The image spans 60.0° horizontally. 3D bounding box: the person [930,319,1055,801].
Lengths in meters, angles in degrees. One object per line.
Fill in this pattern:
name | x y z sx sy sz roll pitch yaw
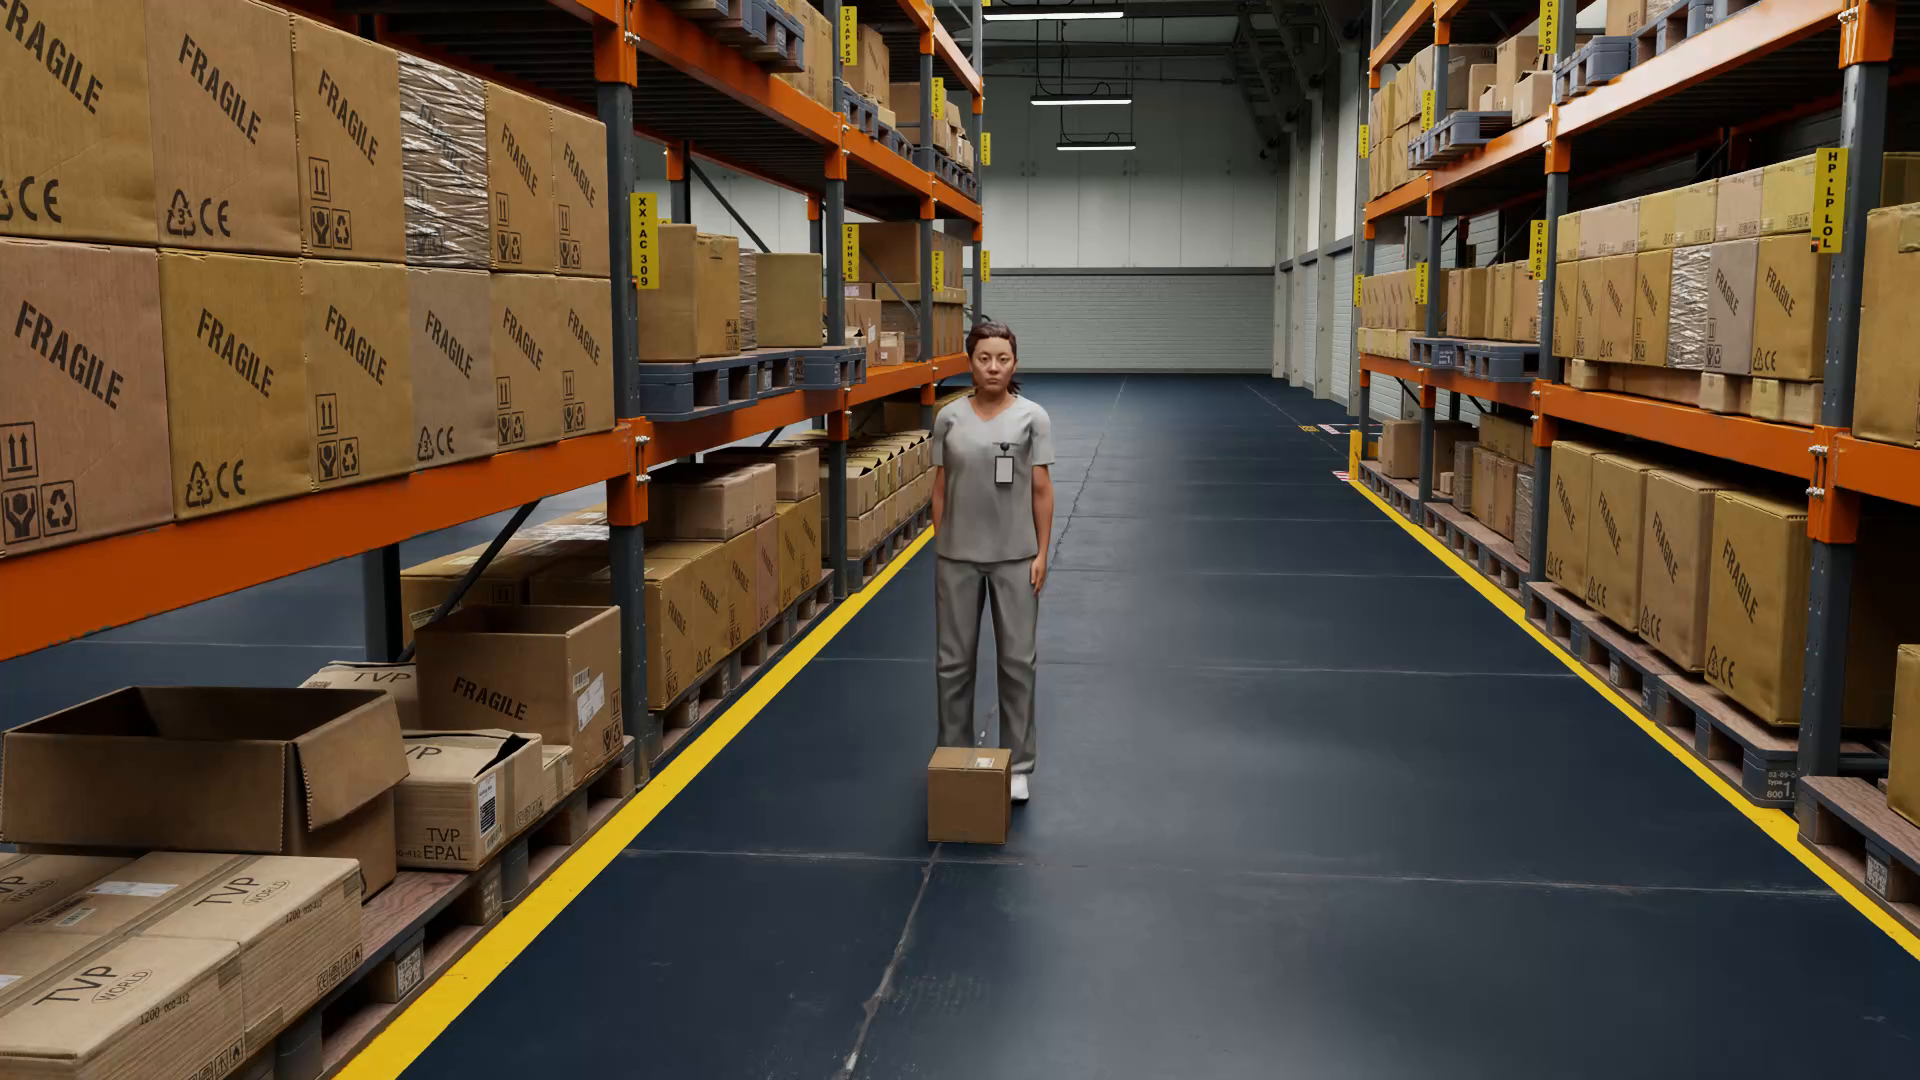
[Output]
person | 0.110 0.075 5.825 0.437 1.678 0.361 1 8 8
